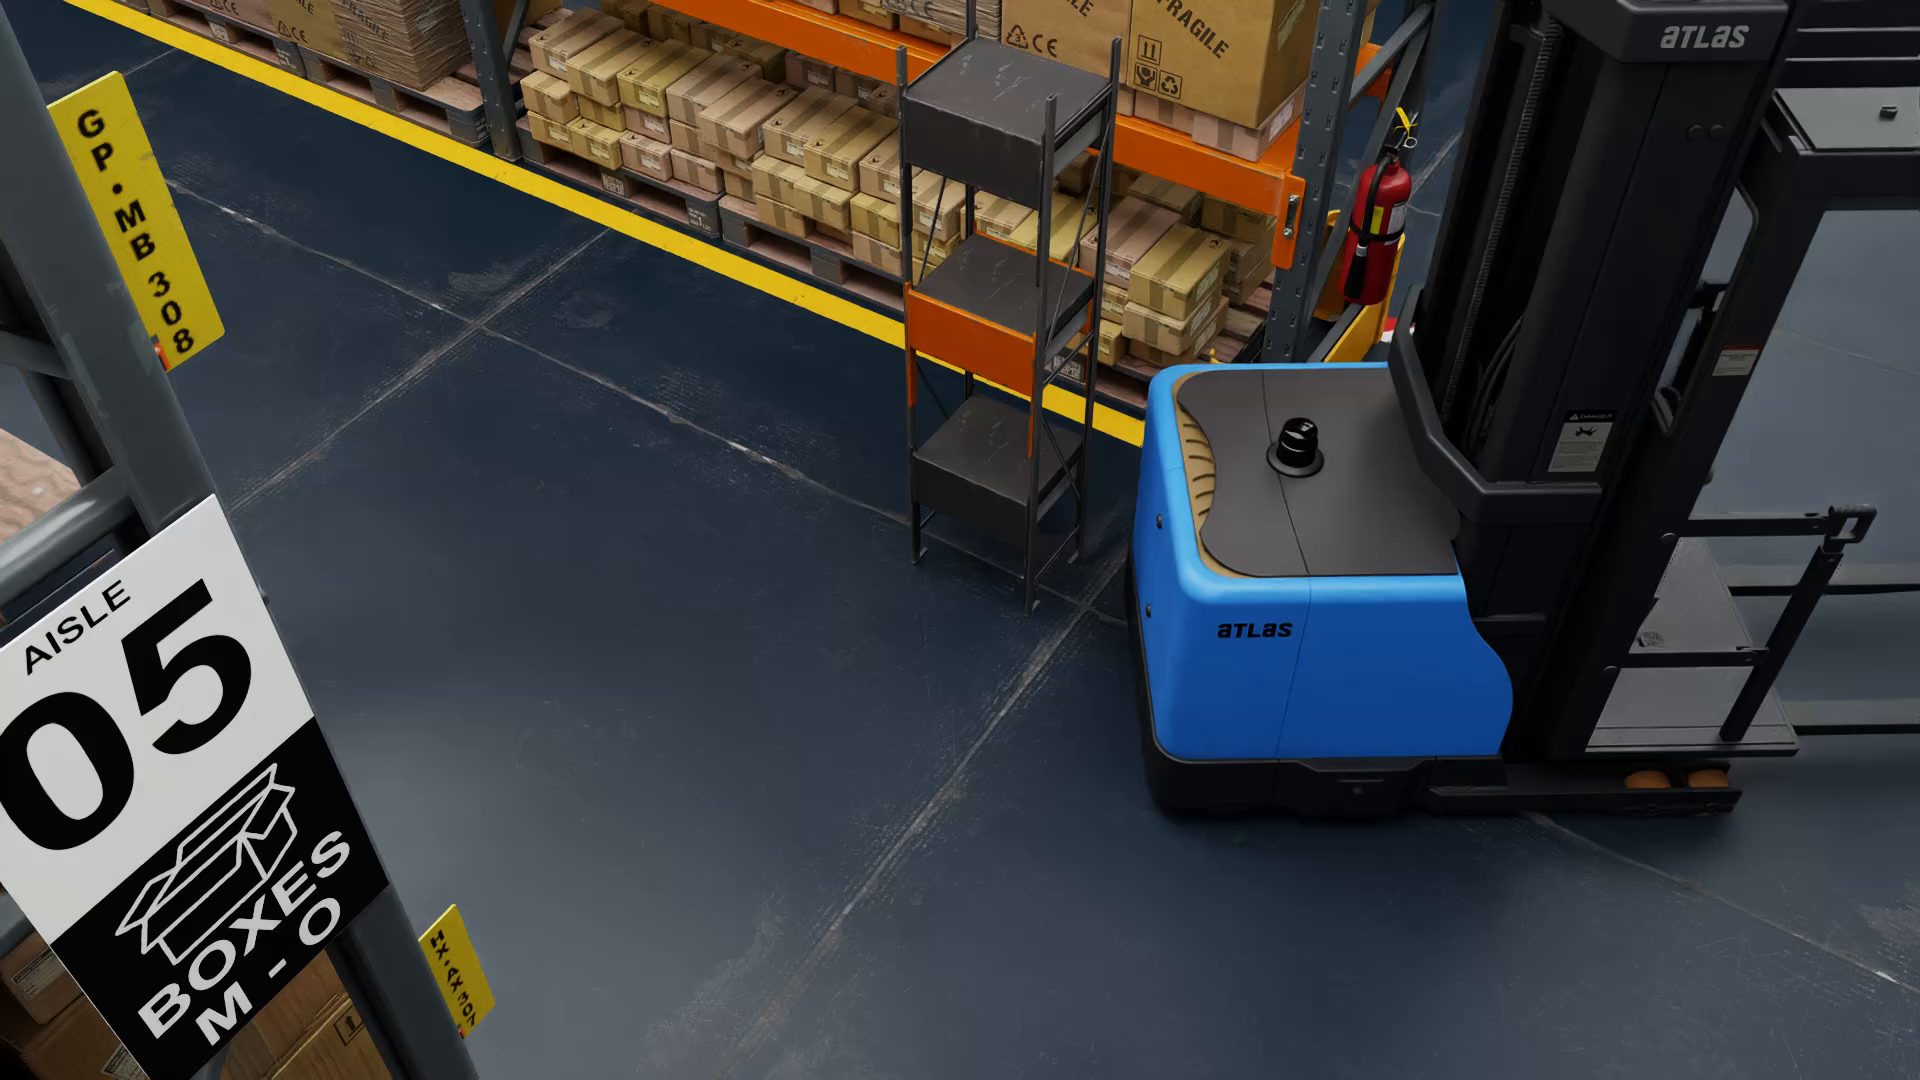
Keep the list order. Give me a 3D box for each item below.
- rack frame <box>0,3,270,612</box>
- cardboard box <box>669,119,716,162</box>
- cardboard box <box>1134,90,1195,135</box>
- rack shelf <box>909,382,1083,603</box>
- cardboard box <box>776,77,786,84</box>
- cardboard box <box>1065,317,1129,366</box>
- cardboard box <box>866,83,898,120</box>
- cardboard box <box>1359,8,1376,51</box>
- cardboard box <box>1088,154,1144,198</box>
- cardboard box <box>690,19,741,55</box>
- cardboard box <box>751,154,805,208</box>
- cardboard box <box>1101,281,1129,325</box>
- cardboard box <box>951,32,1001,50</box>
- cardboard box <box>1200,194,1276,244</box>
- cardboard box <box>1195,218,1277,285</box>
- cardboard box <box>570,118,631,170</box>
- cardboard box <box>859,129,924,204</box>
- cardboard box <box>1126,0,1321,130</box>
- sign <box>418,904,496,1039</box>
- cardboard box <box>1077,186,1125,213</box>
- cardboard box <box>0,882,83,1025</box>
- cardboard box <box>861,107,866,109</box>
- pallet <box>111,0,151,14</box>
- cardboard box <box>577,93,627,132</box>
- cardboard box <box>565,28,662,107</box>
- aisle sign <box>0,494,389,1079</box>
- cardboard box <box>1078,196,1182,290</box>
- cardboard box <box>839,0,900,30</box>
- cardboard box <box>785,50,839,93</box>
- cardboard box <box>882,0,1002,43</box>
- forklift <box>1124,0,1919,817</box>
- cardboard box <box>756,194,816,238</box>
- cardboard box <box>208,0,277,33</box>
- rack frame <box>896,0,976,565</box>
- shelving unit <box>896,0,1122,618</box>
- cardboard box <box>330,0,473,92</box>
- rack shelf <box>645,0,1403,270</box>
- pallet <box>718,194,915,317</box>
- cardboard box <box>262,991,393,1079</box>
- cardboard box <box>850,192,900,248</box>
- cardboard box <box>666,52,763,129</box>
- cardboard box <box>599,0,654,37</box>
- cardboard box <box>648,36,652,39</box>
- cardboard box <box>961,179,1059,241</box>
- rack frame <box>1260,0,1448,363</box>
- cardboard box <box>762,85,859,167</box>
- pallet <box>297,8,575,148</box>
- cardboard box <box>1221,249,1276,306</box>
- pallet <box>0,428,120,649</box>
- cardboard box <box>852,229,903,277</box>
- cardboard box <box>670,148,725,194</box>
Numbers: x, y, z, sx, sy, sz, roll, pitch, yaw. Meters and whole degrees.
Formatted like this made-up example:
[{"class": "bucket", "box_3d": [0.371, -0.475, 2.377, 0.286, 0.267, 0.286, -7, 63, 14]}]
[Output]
[{"class": "rack frame", "box_3d": [-1.152, -0.695, 0.651, 0.127, 3.000, 1.000, 25, 51, 22]}, {"class": "cardboard box", "box_3d": [-1.087, -1.881, 7.474, 0.250, 0.149, 0.380, 22, 50, 20]}, {"class": "cardboard box", "box_3d": [0.820, -1.619, 5.906, 0.250, 0.149, 0.380, 25, 51, 22]}, {"class": "rack shelf", "box_3d": [0.139, -0.170, 5.946, 0.480, 0.518, 0.431, 25, 51, 22]}, {"class": "cardboard box", "box_3d": [-0.867, -2.160, 7.745, 0.250, 0.149, 0.380, 25, 51, 22]}, {"class": "cardboard box", "box_3d": [0.609, -0.901, 6.729, 0.250, 0.149, 0.380, 26, 51, 23]}, {"class": "cardboard box", "box_3d": [-0.204, -1.937, 7.321, 0.250, 0.149, 0.380, 25, 51, 22]}, {"class": "cardboard box", "box_3d": [1.340, -1.867, 6.148, 0.250, 0.149, 0.380, 24, 51, 22]}, {"class": "cardboard box", "box_3d": [0.738, -1.609, 7.002, 0.250, 0.149, 0.380, 25, 51, 22]}, {"class": "cardboard box", "box_3d": [-1.041, -2.393, 7.764, 0.250, 0.149, 0.380, 24, 51, 22]}, {"class": "cardboard box", "box_3d": [-0.690, -1.624, 7.224, 0.250, 0.149, 0.380, 24, 51, 22]}, {"class": "cardboard box", "box_3d": [0.646, -1.054, 6.670, 0.250, 0.149, 0.380, 24, 50, 21]}, {"class": "cardboard box", "box_3d": [0.167, -1.911, 6.191, 0.250, 0.149, 0.380, 23, 50, 20]}, {"class": "cardboard box", "box_3d": [1.178, -1.400, 6.799, 0.250, 0.149, 0.380, 23, 50, 20]}, {"class": "cardboard box", "box_3d": [1.133, -1.246, 6.857, 0.250, 0.149, 0.380, 27, 52, 24]}, {"class": "cardboard box", "box_3d": [-1.574, -1.895, 7.695, 0.250, 0.149, 0.380, 26, 51, 23]}, {"class": "cardboard box", "box_3d": [-0.216, -1.577, 6.971, 0.250, 0.149, 0.380, 23, 50, 21]}, {"class": "cardboard box", "box_3d": [0.919, -1.789, 5.619, 0.500, 0.500, 0.500, 26, 51, 23]}, {"class": "sign", "box_3d": [-0.847, 0.734, 2.787, 0.005, 0.325, 0.100, 25, 51, 22]}, {"class": "cardboard box", "box_3d": [0.679, -1.427, 7.033, 0.250, 0.149, 0.380, 25, 51, 23]}, {"class": "cardboard box", "box_3d": [-1.301, 0.482, 2.471, 0.250, 0.149, 0.380, 26, 51, 23]}, {"class": "cardboard box", "box_3d": [-0.427, -1.957, 7.548, 0.250, 0.149, 0.380, 22, 50, 20]}, {"class": "pallet", "box_3d": [-4.641, -3.454, 9.459, 1.213, 0.211, 1.003, 25, 51, 22]}, {"class": "cardboard box", "box_3d": [-1.537, -2.059, 7.647, 0.250, 0.149, 0.380, 25, 51, 22]}, {"class": "cardboard box", "box_3d": [-1.553, -2.140, 7.518, 0.250, 0.149, 0.380, 27, 52, 24]}, {"class": "aisle sign", "box_3d": [-0.934, 0.343, 2.013, 0.004, 0.787, 0.394, 25, 51, 22]}, {"class": "cardboard box", "box_3d": [0.673, -1.176, 6.581, 0.250, 0.149, 0.380, 26, 51, 23]}, {"class": "cardboard box", "box_3d": [-0.260, -2.144, 6.417, 0.250, 0.149, 0.380, 26, 51, 23]}, {"class": "cardboard box", "box_3d": [-0.587, -2.196, 7.573, 0.250, 0.149, 0.380, 22, 50, 20]}, {"class": "cardboard box", "box_3d": [0.056, -2.182, 6.001, 0.500, 0.500, 0.500, 25, 51, 22]}, {"class": "forklift", "box_3d": [2.112, -0.509, 4.701, 3.031, 2.935, 1.130, -1, 46, -1]}, {"class": "cardboard box", "box_3d": [-0.684, -1.520, 7.331, 0.250, 0.149, 0.380, 23, 50, 21]}, {"class": "cardboard box", "box_3d": [-3.551, -2.990, 8.514, 0.500, 0.500, 0.500, 24, 50, 21]}, {"class": "rack frame", "box_3d": [-0.066, -0.762, 5.526, 0.015, 2.100, 0.400, 25, 51, 22]}, {"class": "shelving unit", "box_3d": [0.139, -0.668, 5.435, 0.503, 2.100, 0.431, 25, 51, 22]}, {"class": "cardboard box", "box_3d": [-2.690, -2.590, 8.125, 0.500, 0.500, 0.500, 24, 50, 21]}, {"class": "rack shelf", "box_3d": [-0.248, -2.155, 6.754, 4.000, 0.370, 1.077, 25, 51, 22]}, {"class": "pallet", "box_3d": [-0.316, -1.498, 7.558, 1.213, 0.211, 1.003, 25, 51, 22]}, {"class": "cardboard box", "box_3d": [-1.401, 1.002, 3.115, 0.500, 0.500, 0.500, 24, 51, 22]}, {"class": "cardboard box", "box_3d": [-0.250, -1.423, 7.029, 0.250, 0.149, 0.380, 27, 52, 24]}, {"class": "cardboard box", "box_3d": [-1.082, -1.984, 7.367, 0.250, 0.149, 0.380, 23, 50, 21]}, {"class": "cardboard box", "box_3d": [-1.491, -2.560, 7.926, 0.250, 0.149, 0.380, 26, 51, 23]}, {"class": "cardboard box", "box_3d": [-1.494, -2.507, 8.082, 0.250, 0.149, 0.380, 26, 51, 23]}, {"class": "cardboard box", "box_3d": [0.202, -1.338, 6.739, 0.250, 0.149, 0.380, 23, 50, 21]}, {"class": "rack frame", "box_3d": [1.436, -1.632, 5.744, 0.127, 3.000, 1.000, 25, 51, 22]}, {"class": "cardboard box", "box_3d": [-0.638, -1.781, 7.169, 0.250, 0.149, 0.380, 23, 50, 21]}, {"class": "pallet", "box_3d": [-2.587, -2.509, 8.541, 1.213, 0.211, 1.003, 25, 51, 22]}, {"class": "cardboard box", "box_3d": [1.168, -1.181, 7.001, 0.250, 0.149, 0.380, 26, 51, 23]}, {"class": "pallet", "box_3d": [-1.782, 0.100, 2.031, 1.213, 0.211, 1.003, 25, 51, 22]}, {"class": "cardboard box", "box_3d": [-0.250, -1.322, 7.138, 0.250, 0.149, 0.380, 26, 51, 23]}, {"class": "cardboard box", "box_3d": [-1.096, -1.762, 7.566, 0.250, 0.149, 0.380, 24, 50, 21]}]
